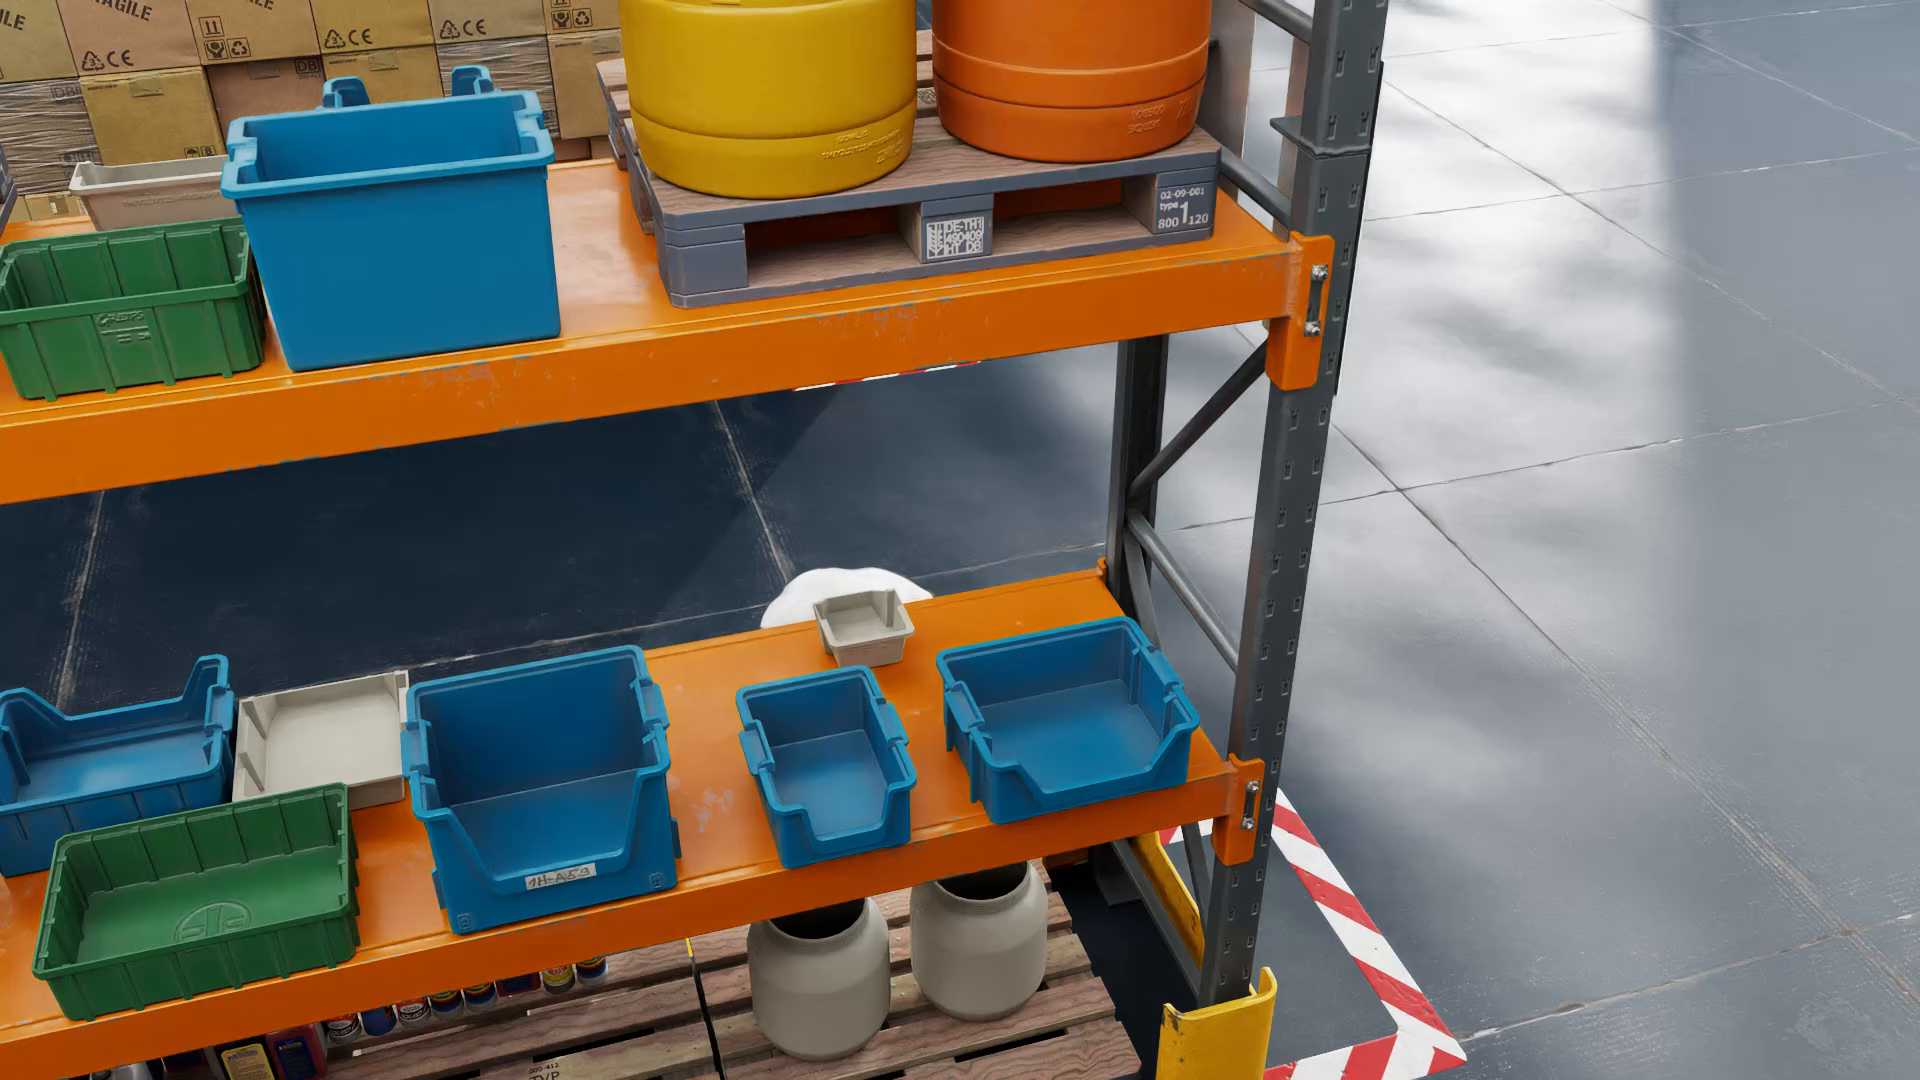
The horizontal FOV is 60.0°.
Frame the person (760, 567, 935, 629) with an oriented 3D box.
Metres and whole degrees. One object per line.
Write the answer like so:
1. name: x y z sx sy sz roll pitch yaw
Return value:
1. person: -0.402 0.464 6.111 0.514 1.021 0.883 24 40 31
